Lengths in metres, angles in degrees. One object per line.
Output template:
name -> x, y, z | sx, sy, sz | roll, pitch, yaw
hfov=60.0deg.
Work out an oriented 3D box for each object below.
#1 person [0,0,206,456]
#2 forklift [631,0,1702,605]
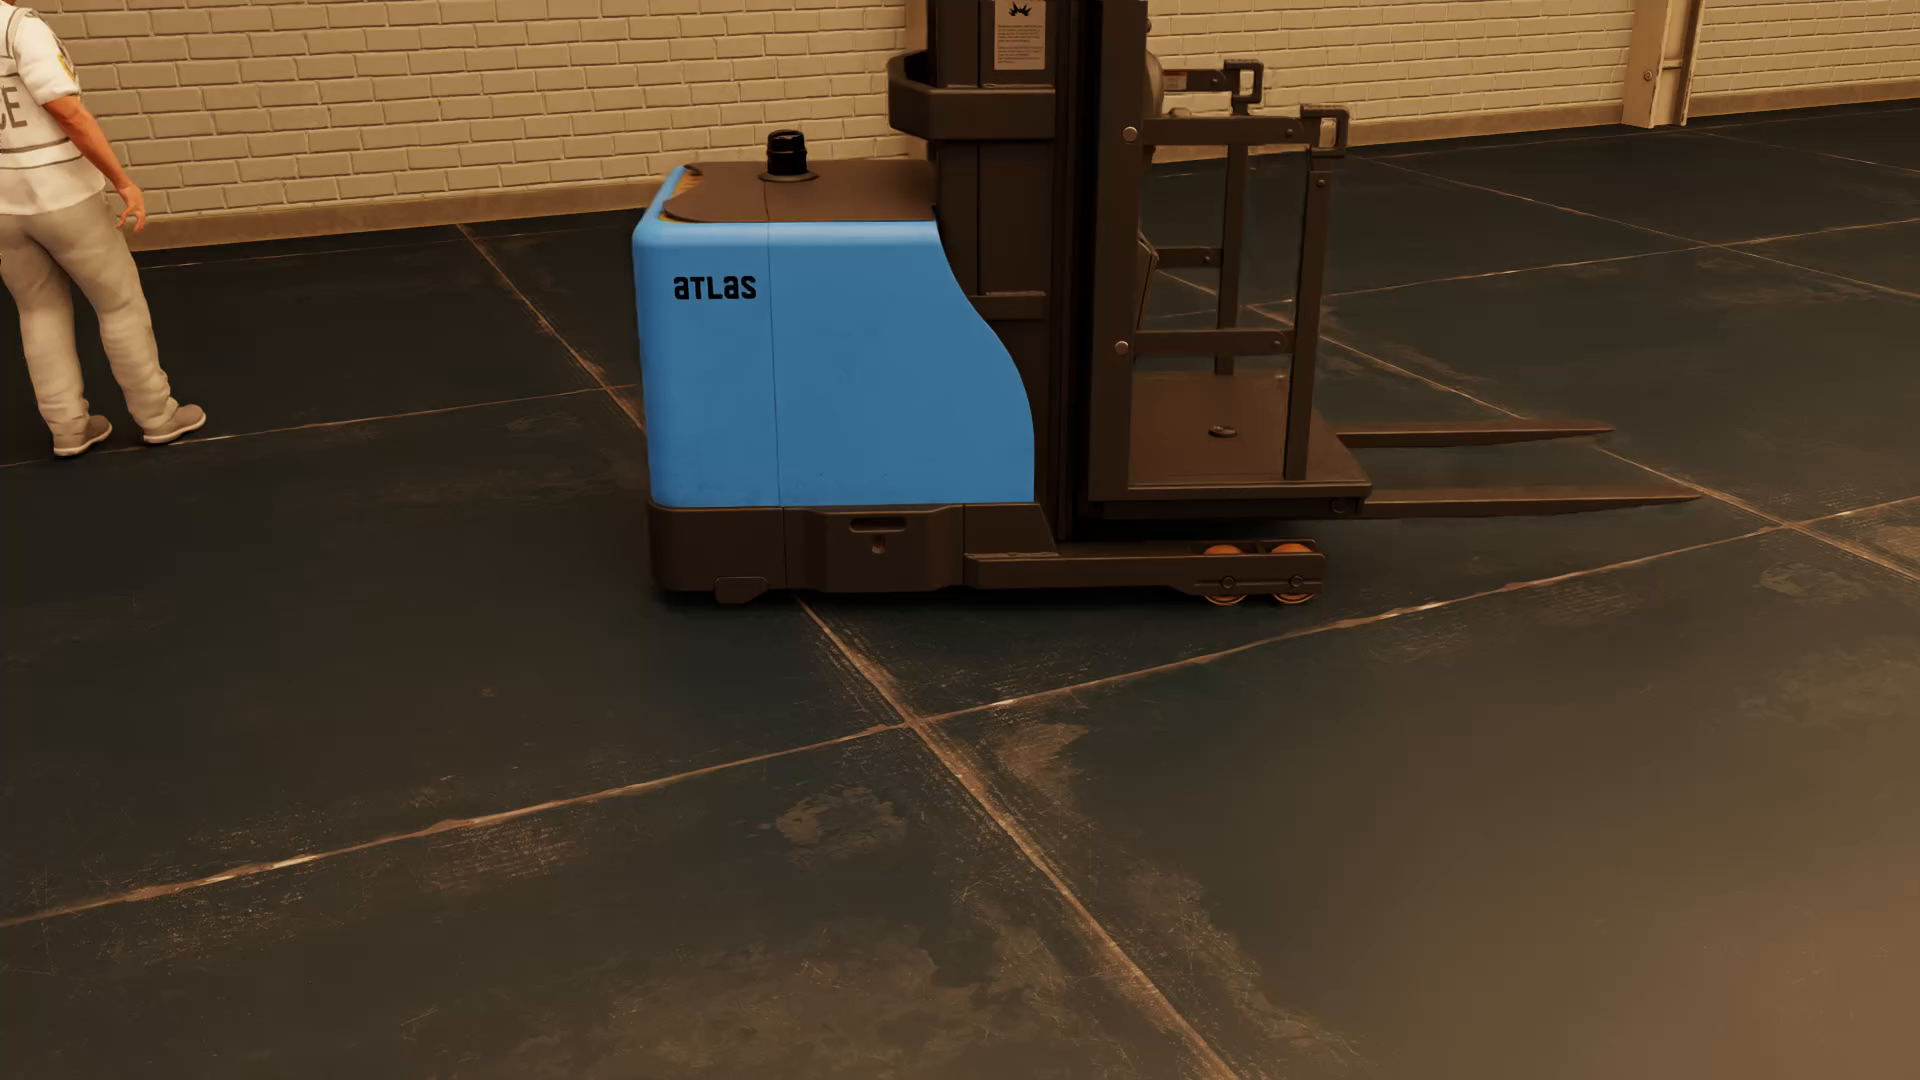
person -> -3.056, -1.172, 5.616 | 0.693, 1.772, 0.556 | 2, 23, 6
forklift -> 0.629, -1.373, 4.592 | 3.031, 2.935, 1.130 | -1, 23, -3
